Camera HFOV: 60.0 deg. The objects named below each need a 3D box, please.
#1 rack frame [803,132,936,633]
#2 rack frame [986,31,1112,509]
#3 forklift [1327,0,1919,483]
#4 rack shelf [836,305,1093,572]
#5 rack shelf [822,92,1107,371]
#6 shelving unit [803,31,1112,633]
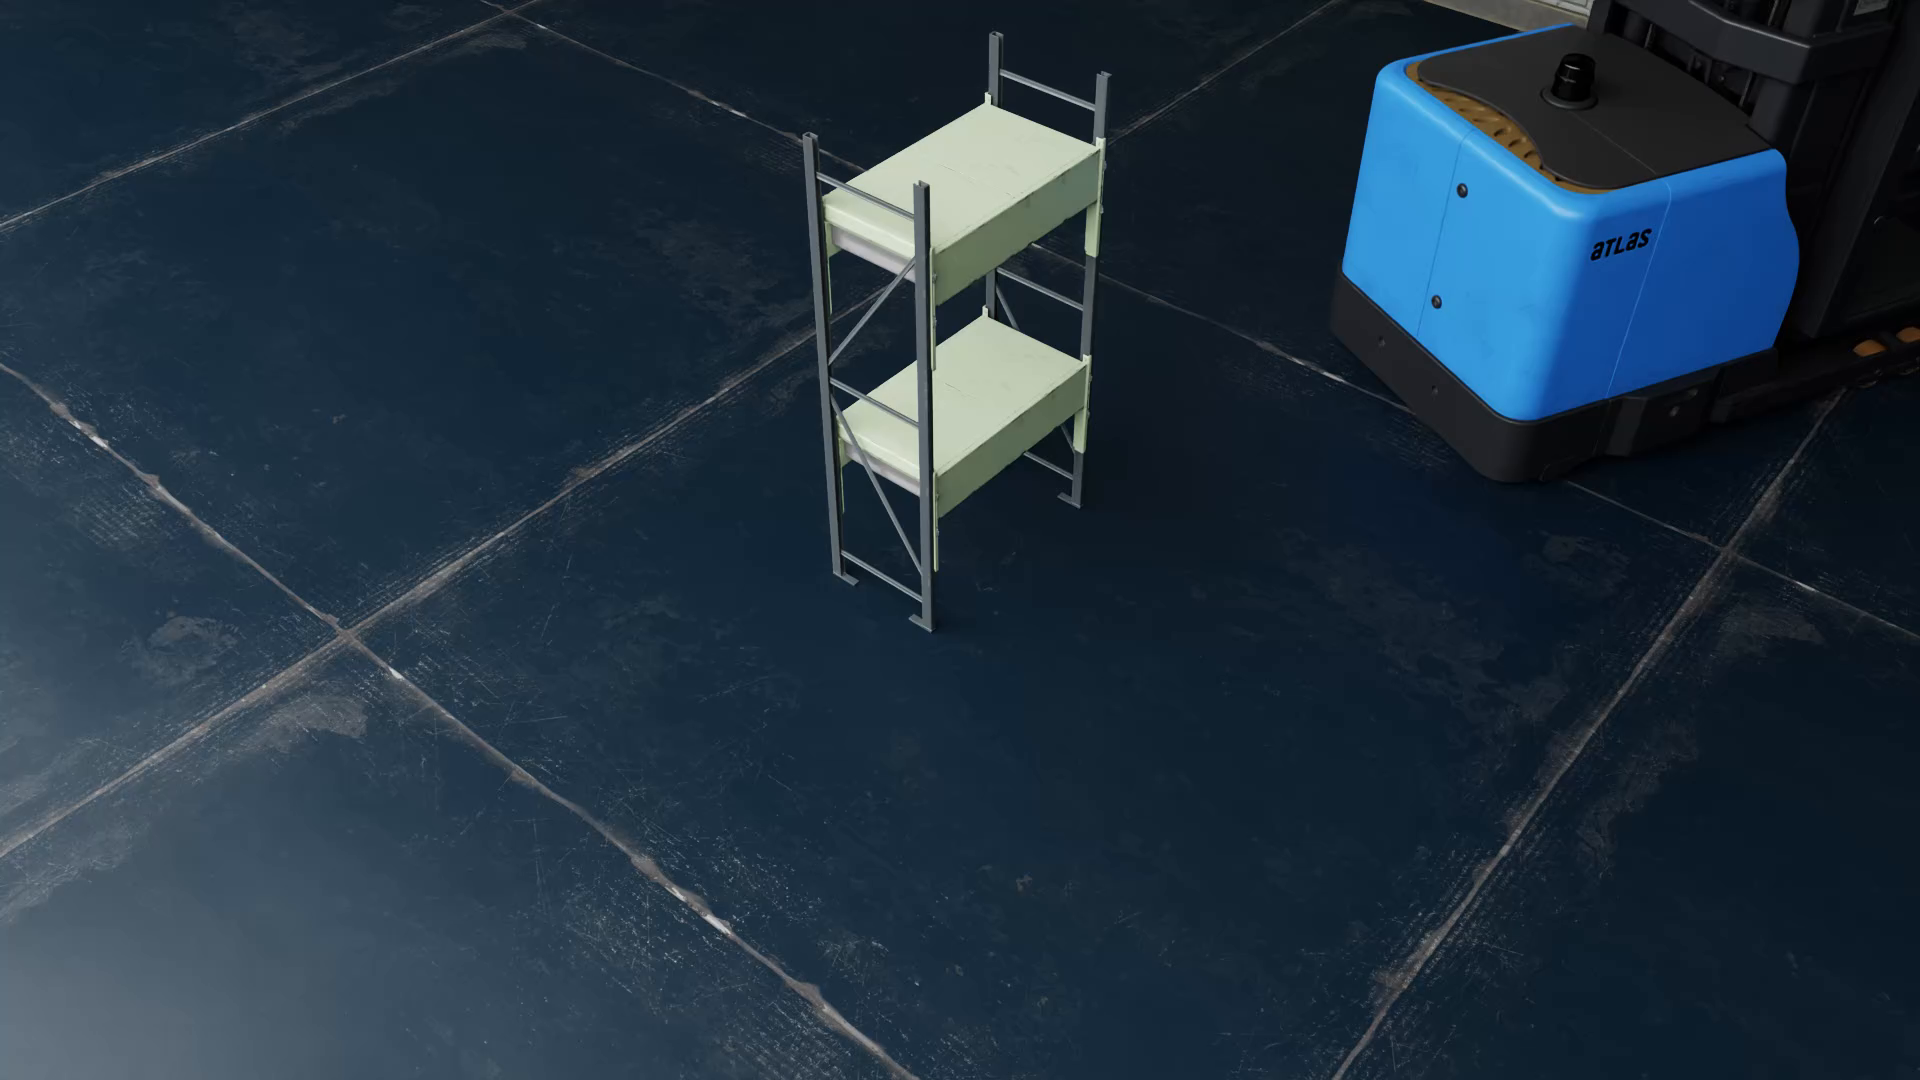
[{"bbox_3d":[-0.231,-0.370,4.542,0.400,1.500,0.023,29,50,28],"label":"rack frame"},{"bbox_3d":[0.240,-0.747,4.957,0.400,1.500,0.023,29,50,28],"label":"rack frame"},{"bbox_3d":[2.887,-1.927,5.190,3.031,2.935,1.130,-17,45,-17],"label":"forklift"},{"bbox_3d":[0.004,-0.317,4.969,0.431,0.370,0.720,29,50,28],"label":"rack shelf"},{"bbox_3d":[0.004,-0.847,4.487,0.431,0.370,0.720,29,50,28],"label":"rack shelf"},{"bbox_3d":[0.004,-0.558,4.749,0.431,1.500,0.755,29,50,28],"label":"shelving unit"}]
